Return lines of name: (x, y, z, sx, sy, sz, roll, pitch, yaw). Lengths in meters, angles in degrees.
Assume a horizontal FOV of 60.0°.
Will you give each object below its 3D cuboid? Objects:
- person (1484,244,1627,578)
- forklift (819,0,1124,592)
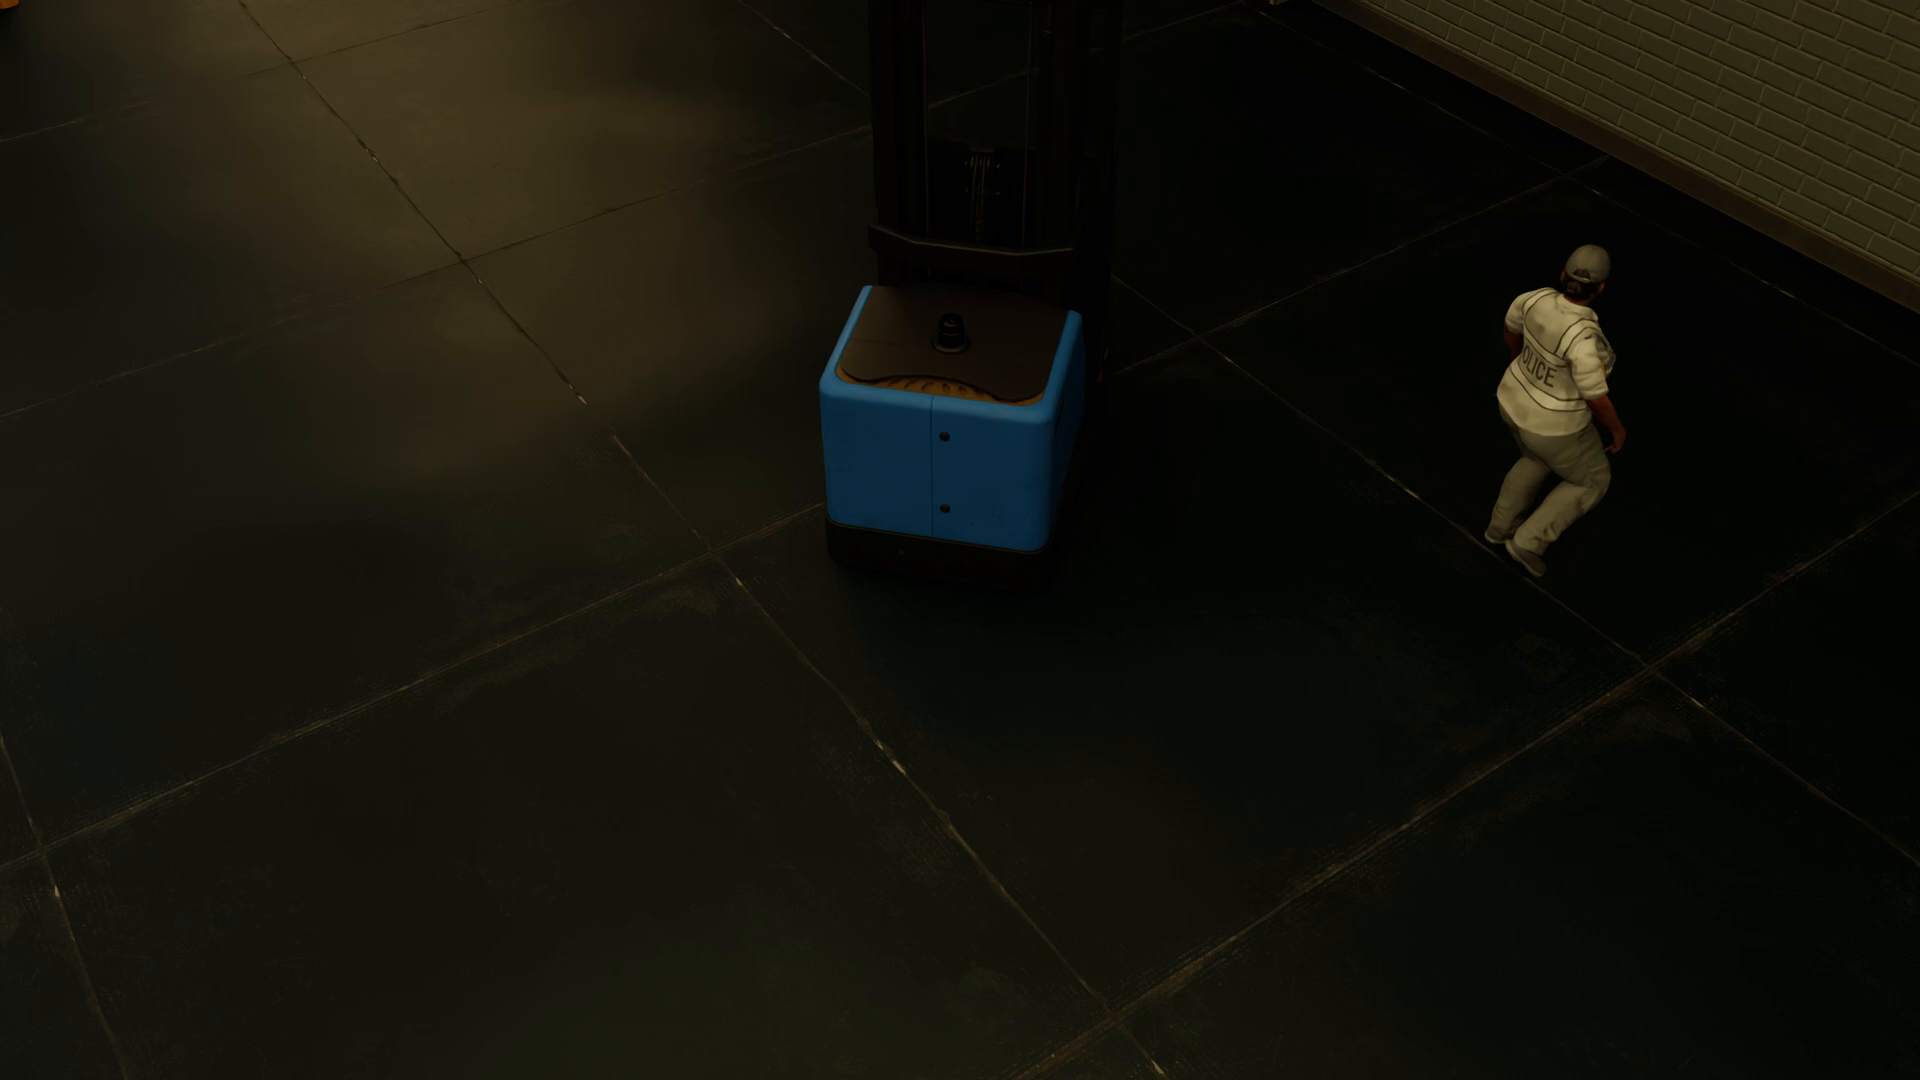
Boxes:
person: (2.603, -0.589, 7.329, 0.478, 1.647, 0.732, -9, 43, -9)
forklift: (0.200, -1.854, 7.727, 1.130, 2.935, 3.031, 8, 43, 9)
